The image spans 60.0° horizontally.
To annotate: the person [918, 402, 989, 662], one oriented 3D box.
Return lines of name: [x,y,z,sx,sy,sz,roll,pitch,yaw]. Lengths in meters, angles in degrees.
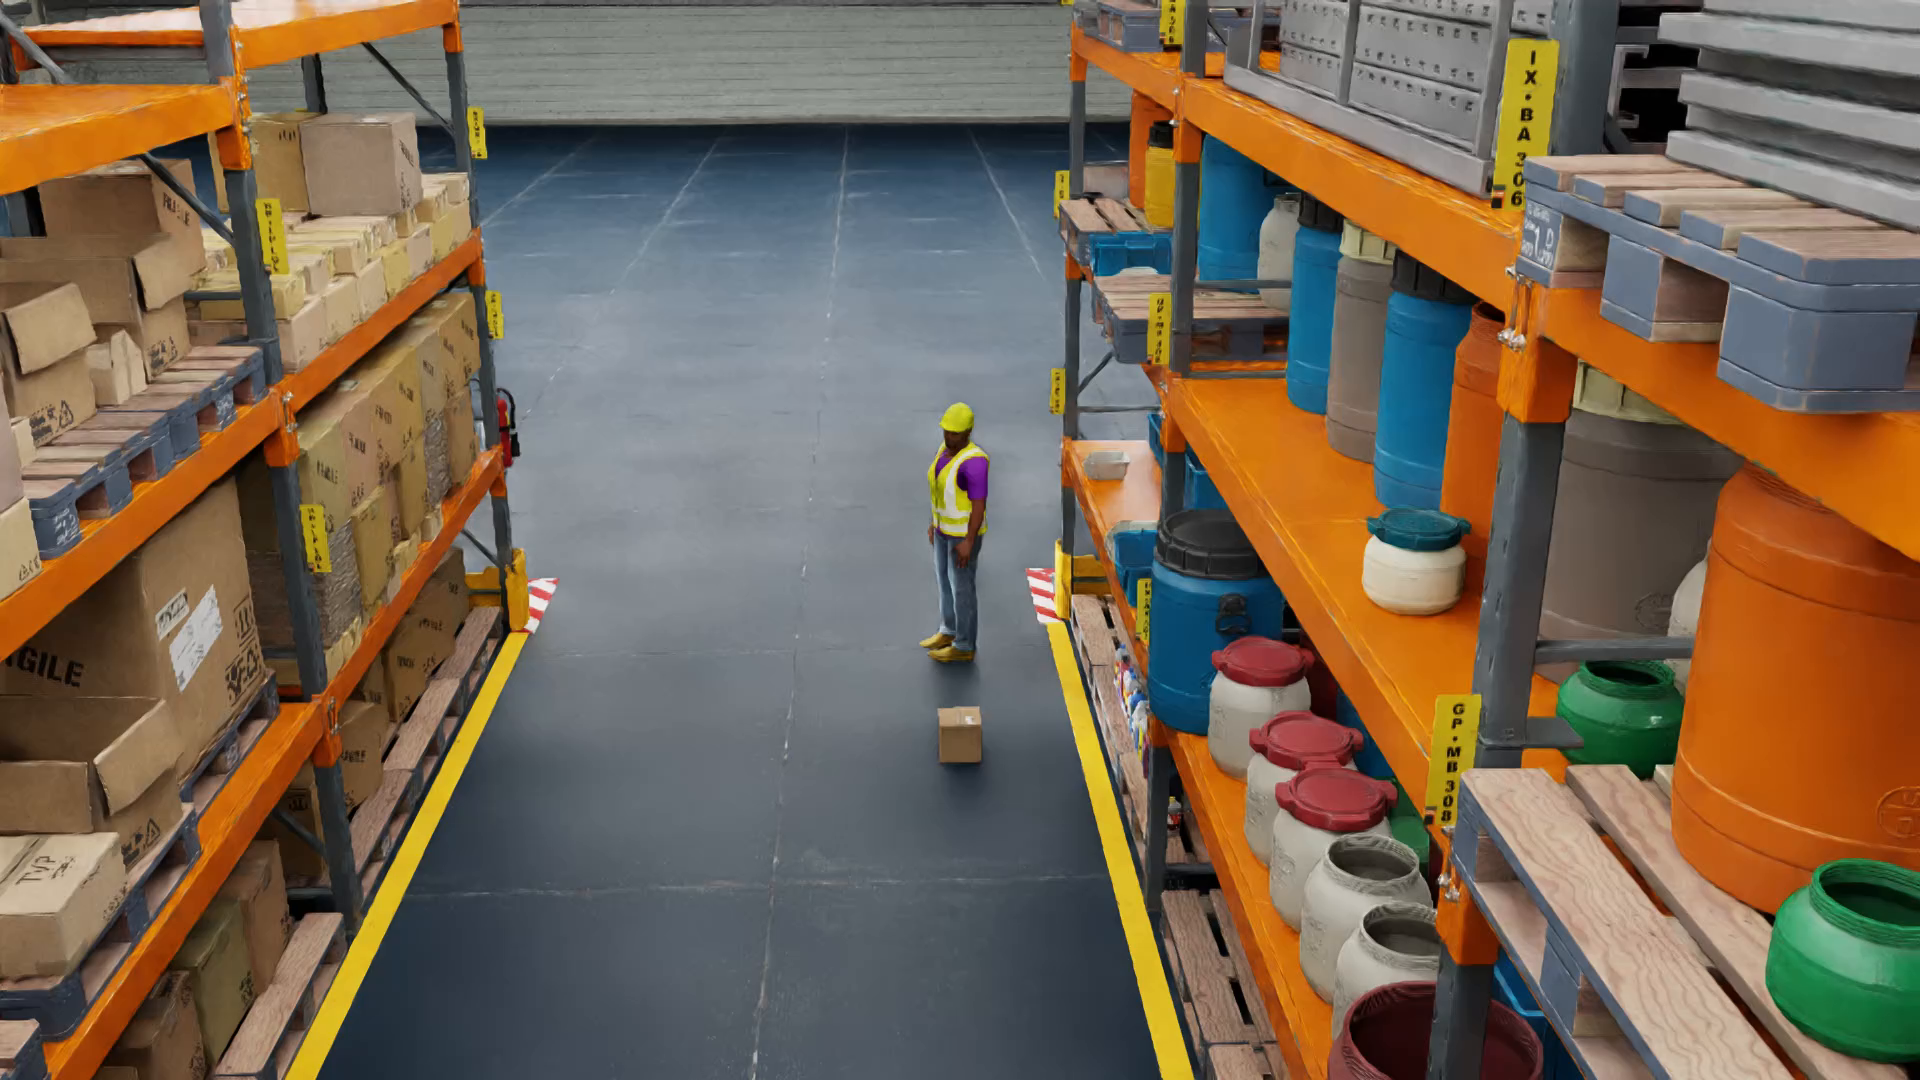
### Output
person: [-0.048,-0.040,11.149,0.416,1.811,0.619,-10,22,-25]
